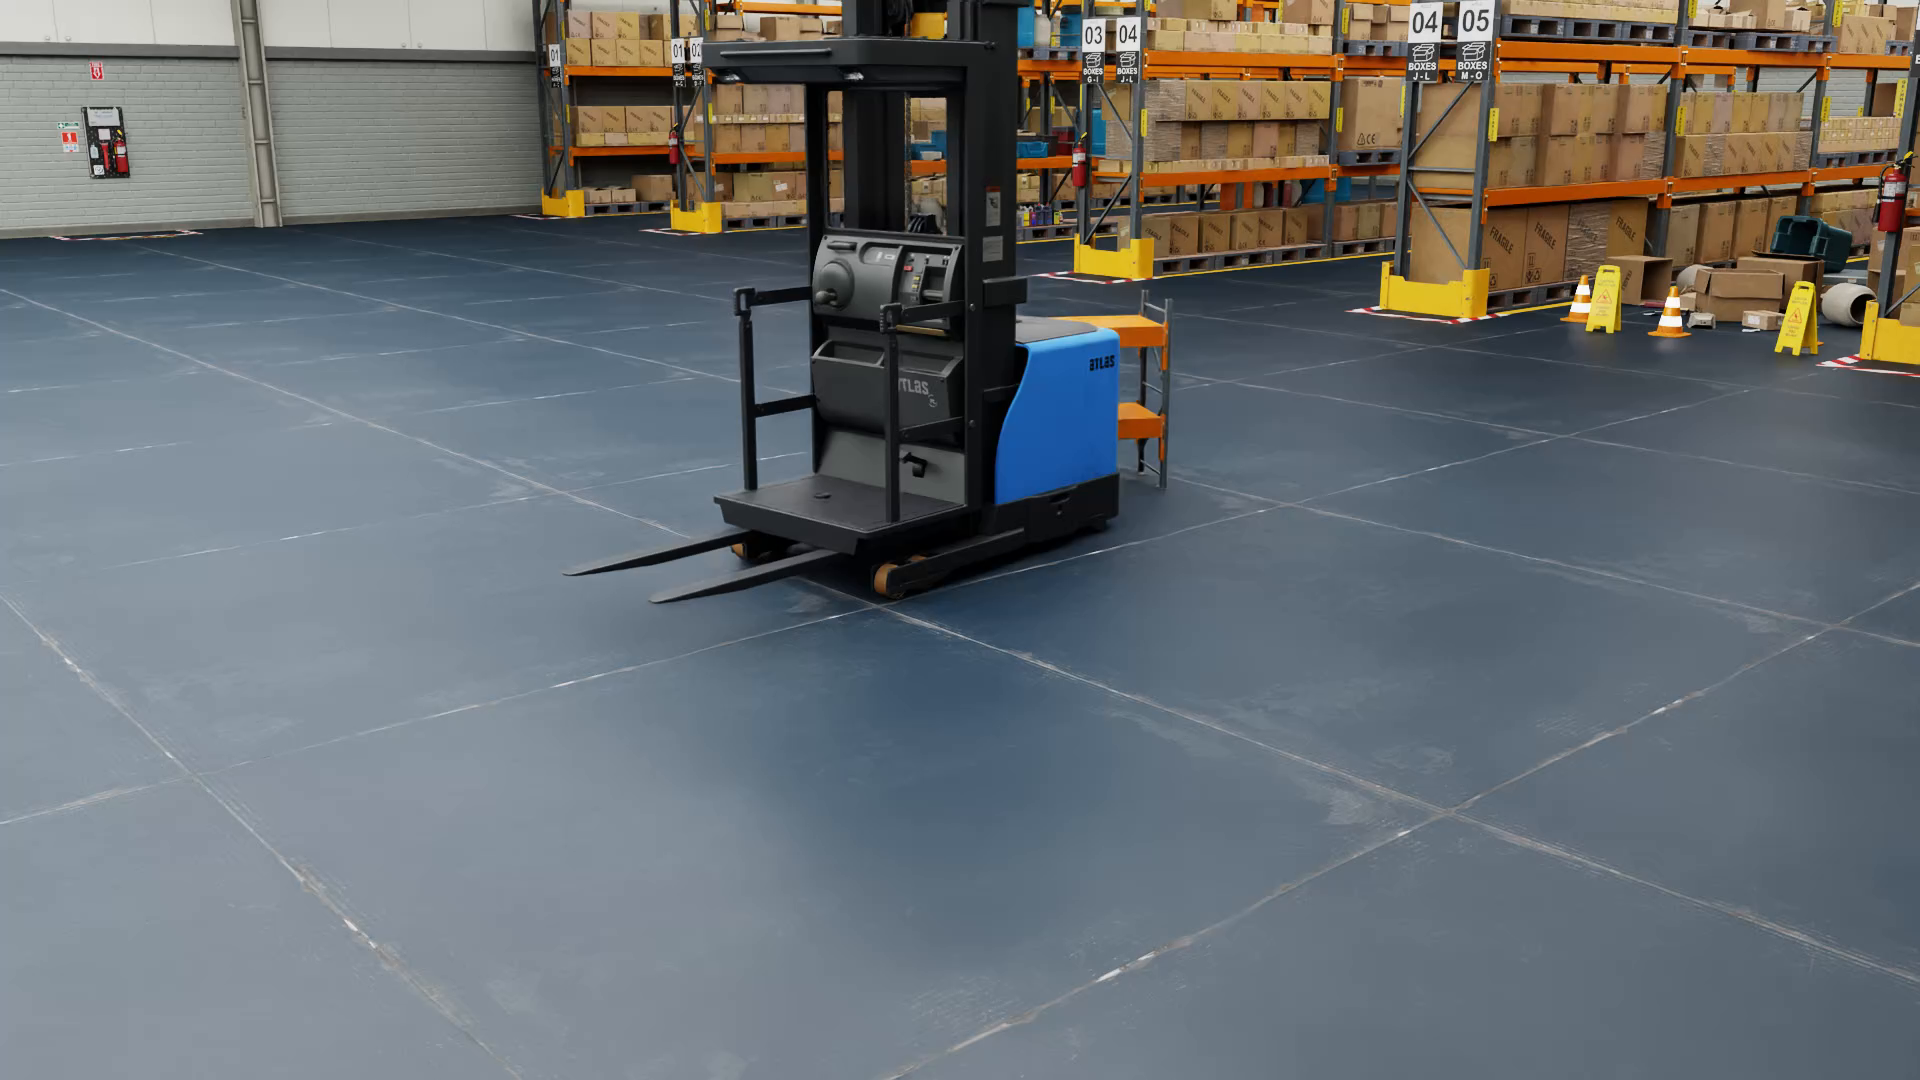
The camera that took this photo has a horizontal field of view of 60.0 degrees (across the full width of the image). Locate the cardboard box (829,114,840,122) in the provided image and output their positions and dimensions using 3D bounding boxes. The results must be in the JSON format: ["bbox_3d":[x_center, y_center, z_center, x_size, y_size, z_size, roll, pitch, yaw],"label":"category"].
[{"bbox_3d":[-2.376,-7.611,29.981,0.250,0.149,0.380,-13,20,-40],"label":"cardboard box"}]

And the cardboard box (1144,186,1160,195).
[{"bbox_3d":[3.930,-7.648,35.560,0.500,0.500,0.500,-13,19,-39],"label":"cardboard box"}]

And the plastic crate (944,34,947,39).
[{"bbox_3d":[-0.070,-7.690,25.945,0.575,0.384,0.392,-13,19,-39],"label":"plastic crate"}]

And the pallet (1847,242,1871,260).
[{"bbox_3d":[12.665,-4.265,24.310,1.213,0.211,1.003,-13,19,-39],"label":"pallet"}]

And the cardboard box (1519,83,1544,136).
[{"bbox_3d":[5.780,-4.680,18.076,0.550,0.550,0.875,-13,19,-39],"label":"cardboard box"}]

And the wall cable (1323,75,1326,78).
[{"bbox_3d":[8.757,-12.793,45.222,0.112,2.526,3.097,-13,19,-39],"label":"wall cable"}]

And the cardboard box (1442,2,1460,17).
[{"bbox_3d":[5.148,-5.621,17.648,0.250,0.149,0.380,-13,20,-39],"label":"cardboard box"}]

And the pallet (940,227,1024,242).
[{"bbox_3d":[0.252,-4.884,26.624,1.213,0.211,1.003,-13,19,-39],"label":"pallet"}]

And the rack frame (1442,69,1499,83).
[{"bbox_3d":[7.975,-6.258,26.365,0.127,3.000,1.000,-13,19,-39],"label":"rack frame"}]

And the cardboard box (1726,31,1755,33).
[{"bbox_3d":[10.087,-6.738,21.634,0.500,0.250,0.500,-12,19,-38],"label":"cardboard box"}]

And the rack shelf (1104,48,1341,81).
[{"bbox_3d":[3.449,-6.343,22.265,4.000,0.370,1.077,-13,19,-39],"label":"rack shelf"}]

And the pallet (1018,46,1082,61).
[{"bbox_3d":[1.226,-7.761,26.546,1.003,0.211,1.213,-13,19,-39],"label":"pallet"}]

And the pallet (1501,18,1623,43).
[{"bbox_3d":[6.593,-5.662,18.492,1.213,0.211,1.003,-13,19,-39],"label":"pallet"}]

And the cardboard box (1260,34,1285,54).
[{"bbox_3d":[4.003,-6.655,22.330,0.500,0.250,0.500,-13,20,-40],"label":"cardboard box"}]

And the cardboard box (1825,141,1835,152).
[{"bbox_3d":[11.827,-5.438,22.970,0.250,0.149,0.380,-11,19,-37],"label":"cardboard box"}]

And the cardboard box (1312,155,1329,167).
[{"bbox_3d":[4.989,-5.365,23.510,0.250,0.149,0.380,-13,19,-39],"label":"cardboard box"}]

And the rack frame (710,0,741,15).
[{"bbox_3d":[-4.797,-11.371,33.884,0.127,3.000,1.000,-13,19,-39],"label":"rack frame"}]

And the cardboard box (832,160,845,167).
[{"bbox_3d":[-2.759,-8.301,36.554,0.500,0.250,0.500,-12,19,-38],"label":"cardboard box"}]

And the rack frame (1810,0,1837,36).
[{"bbox_3d":[11.155,-8.173,21.911,0.127,3.000,1.000,-13,19,-39],"label":"rack frame"}]

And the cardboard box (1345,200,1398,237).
[{"bbox_3d":[6.229,-4.857,25.111,0.700,0.500,0.500,14,20,42],"label":"cardboard box"}]

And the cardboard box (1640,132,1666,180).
[{"bbox_3d":[7.867,-4.605,19.887,0.550,0.550,0.875,-13,19,-39],"label":"cardboard box"}]

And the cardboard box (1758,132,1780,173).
[{"bbox_3d":[10.237,-5.026,21.559,0.500,0.500,0.500,-13,20,-40],"label":"cardboard box"}]

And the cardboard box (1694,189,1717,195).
[{"bbox_3d":[13.580,-6.665,31.194,0.875,0.875,0.875,-13,19,-39],"label":"cardboard box"}]

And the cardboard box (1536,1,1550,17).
[{"bbox_3d":[5.970,-5.580,17.495,0.250,0.149,0.380,-13,19,-39],"label":"cardboard box"}]

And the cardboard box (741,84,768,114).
[{"bbox_3d":[-3.766,-7.682,28.991,0.500,0.500,0.700,-13,20,-41],"label":"cardboard box"}]

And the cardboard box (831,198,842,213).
[{"bbox_3d":[-2.500,-6.092,30.260,0.500,0.250,0.500,-13,19,-39],"label":"cardboard box"}]

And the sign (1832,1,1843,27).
[{"bbox_3d":[11.513,-6.903,21.812,0.005,0.325,0.100,-13,19,-39],"label":"sign"}]

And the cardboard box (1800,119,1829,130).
[{"bbox_3d":[11.634,-5.685,22.742,0.250,0.149,0.380,-13,19,-39],"label":"cardboard box"}]

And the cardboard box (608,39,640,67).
[{"bbox_3d":[-6.580,-9.483,32.395,0.500,0.500,0.500,-12,19,-37],"label":"cardboard box"}]

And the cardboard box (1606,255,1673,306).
[{"bbox_3d":[7.640,-2.928,18.738,0.500,0.500,0.500,-9,17,-30],"label":"cardboard box"}]

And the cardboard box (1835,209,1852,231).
[{"bbox_3d":[12.233,-4.426,23.538,0.500,0.500,0.500,-12,19,-39],"label":"cardboard box"}]

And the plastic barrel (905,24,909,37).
[{"bbox_3d":[-1.028,-7.833,24.805,0.708,0.830,0.600,-13,19,-39],"label":"plastic barrel"}]

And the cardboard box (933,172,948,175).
[{"bbox_3d":[-0.473,-8.561,38.340,0.750,0.750,0.750,-13,20,-40],"label":"cardboard box"}]

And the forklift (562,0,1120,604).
[{"bbox_3d":[-0.500,-1.288,7.893,1.130,2.935,3.031,13,20,40],"label":"forklift"}]

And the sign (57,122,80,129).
[{"bbox_3d":[-14.745,-6.853,27.499,0.331,0.109,0.001,-13,19,-39],"label":"sign"}]

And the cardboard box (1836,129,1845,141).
[{"bbox_3d":[12.054,-5.635,23.131,0.250,0.149,0.380,-13,20,-41],"label":"cardboard box"}]

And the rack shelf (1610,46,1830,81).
[{"bbox_3d":[9.646,-6.038,21.123,4.000,0.370,1.077,-13,19,-39],"label":"rack shelf"}]

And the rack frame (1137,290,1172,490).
[{"bbox_3d":[1.161,-0.904,9.954,0.032,1.125,0.500,-3,15,-11],"label":"rack frame"}]

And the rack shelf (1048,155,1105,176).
[{"bbox_3d":[3.215,-6.536,28.799,4.000,0.370,1.077,-13,19,-39],"label":"rack shelf"}]

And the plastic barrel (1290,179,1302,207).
[{"bbox_3d":[6.301,-6.613,31.703,0.421,0.512,0.421,0,15,0],"label":"plastic barrel"}]

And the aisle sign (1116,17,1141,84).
[{"bbox_3d":[2.090,-6.089,20.698,0.004,0.787,0.394,-13,19,-39],"label":"aisle sign"}]

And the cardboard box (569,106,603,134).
[{"bbox_3d":[-7.257,-8.117,32.125,0.500,0.500,0.500,-13,19,-39],"label":"cardboard box"}]

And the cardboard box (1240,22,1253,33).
[{"bbox_3d":[3.650,-6.785,22.046,0.250,0.149,0.380,-14,20,-41],"label":"cardboard box"}]

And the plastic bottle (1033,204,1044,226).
[{"bbox_3d":[1.265,-5.279,26.982,0.185,0.351,0.144,-14,20,-42],"label":"plastic bottle"}]

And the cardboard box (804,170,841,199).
[{"bbox_3d":[-2.508,-6.457,30.172,0.500,0.500,0.500,-13,19,-39],"label":"cardboard box"}]

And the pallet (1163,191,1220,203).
[{"bbox_3d":[5.011,-7.633,36.918,1.213,0.211,1.003,-13,19,-39],"label":"pallet"}]

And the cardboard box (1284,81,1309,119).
[{"bbox_3d":[4.423,-6.040,22.843,0.500,0.500,0.500,-13,19,-39],"label":"cardboard box"}]

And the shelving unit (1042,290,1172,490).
[{"bbox_3d":[0.662,-0.879,9.860,1.048,1.125,0.538,-3,15,-11],"label":"shelving unit"}]

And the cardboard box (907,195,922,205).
[{"bbox_3d":[-1.075,-6.404,31.426,0.500,0.250,0.500,-13,20,-41],"label":"cardboard box"}]

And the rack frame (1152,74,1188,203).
[{"bbox_3d":[4.493,-8.864,36.124,0.127,3.000,1.000,-13,19,-39],"label":"rack frame"}]

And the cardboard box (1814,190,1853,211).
[{"bbox_3d":[12.217,-4.788,23.440,0.500,0.250,0.500,-13,20,-40],"label":"cardboard box"}]

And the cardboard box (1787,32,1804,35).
[{"bbox_3d":[11.419,-6.919,22.833,0.500,0.500,0.500,-13,19,-39],"label":"cardboard box"}]

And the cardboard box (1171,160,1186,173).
[{"bbox_3d":[2.711,-4.861,21.623,0.250,0.149,0.380,-13,19,-39],"label":"cardboard box"}]
